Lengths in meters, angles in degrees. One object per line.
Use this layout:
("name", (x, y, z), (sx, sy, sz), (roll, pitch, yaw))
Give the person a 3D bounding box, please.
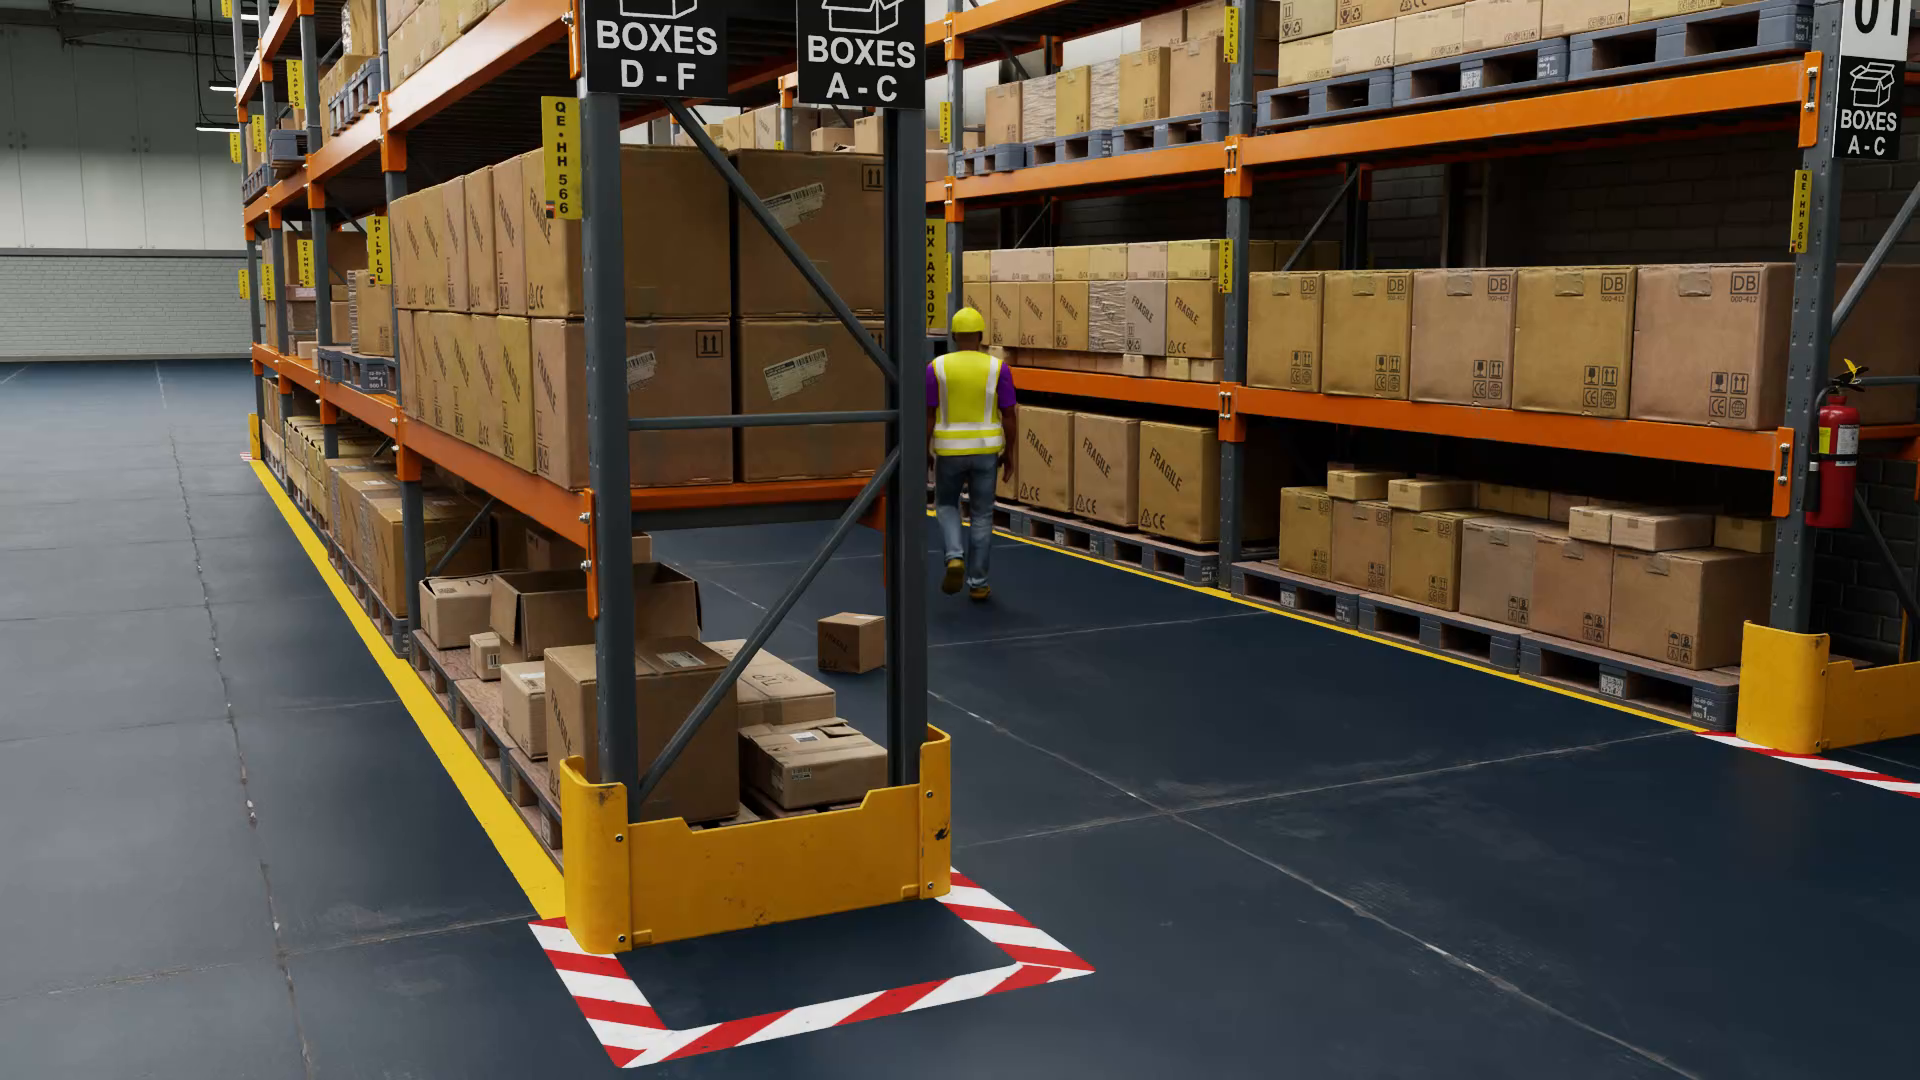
("person", (0.052, -0.534, 10.184), (0.592, 1.765, 0.454), (1, 8, 4))
